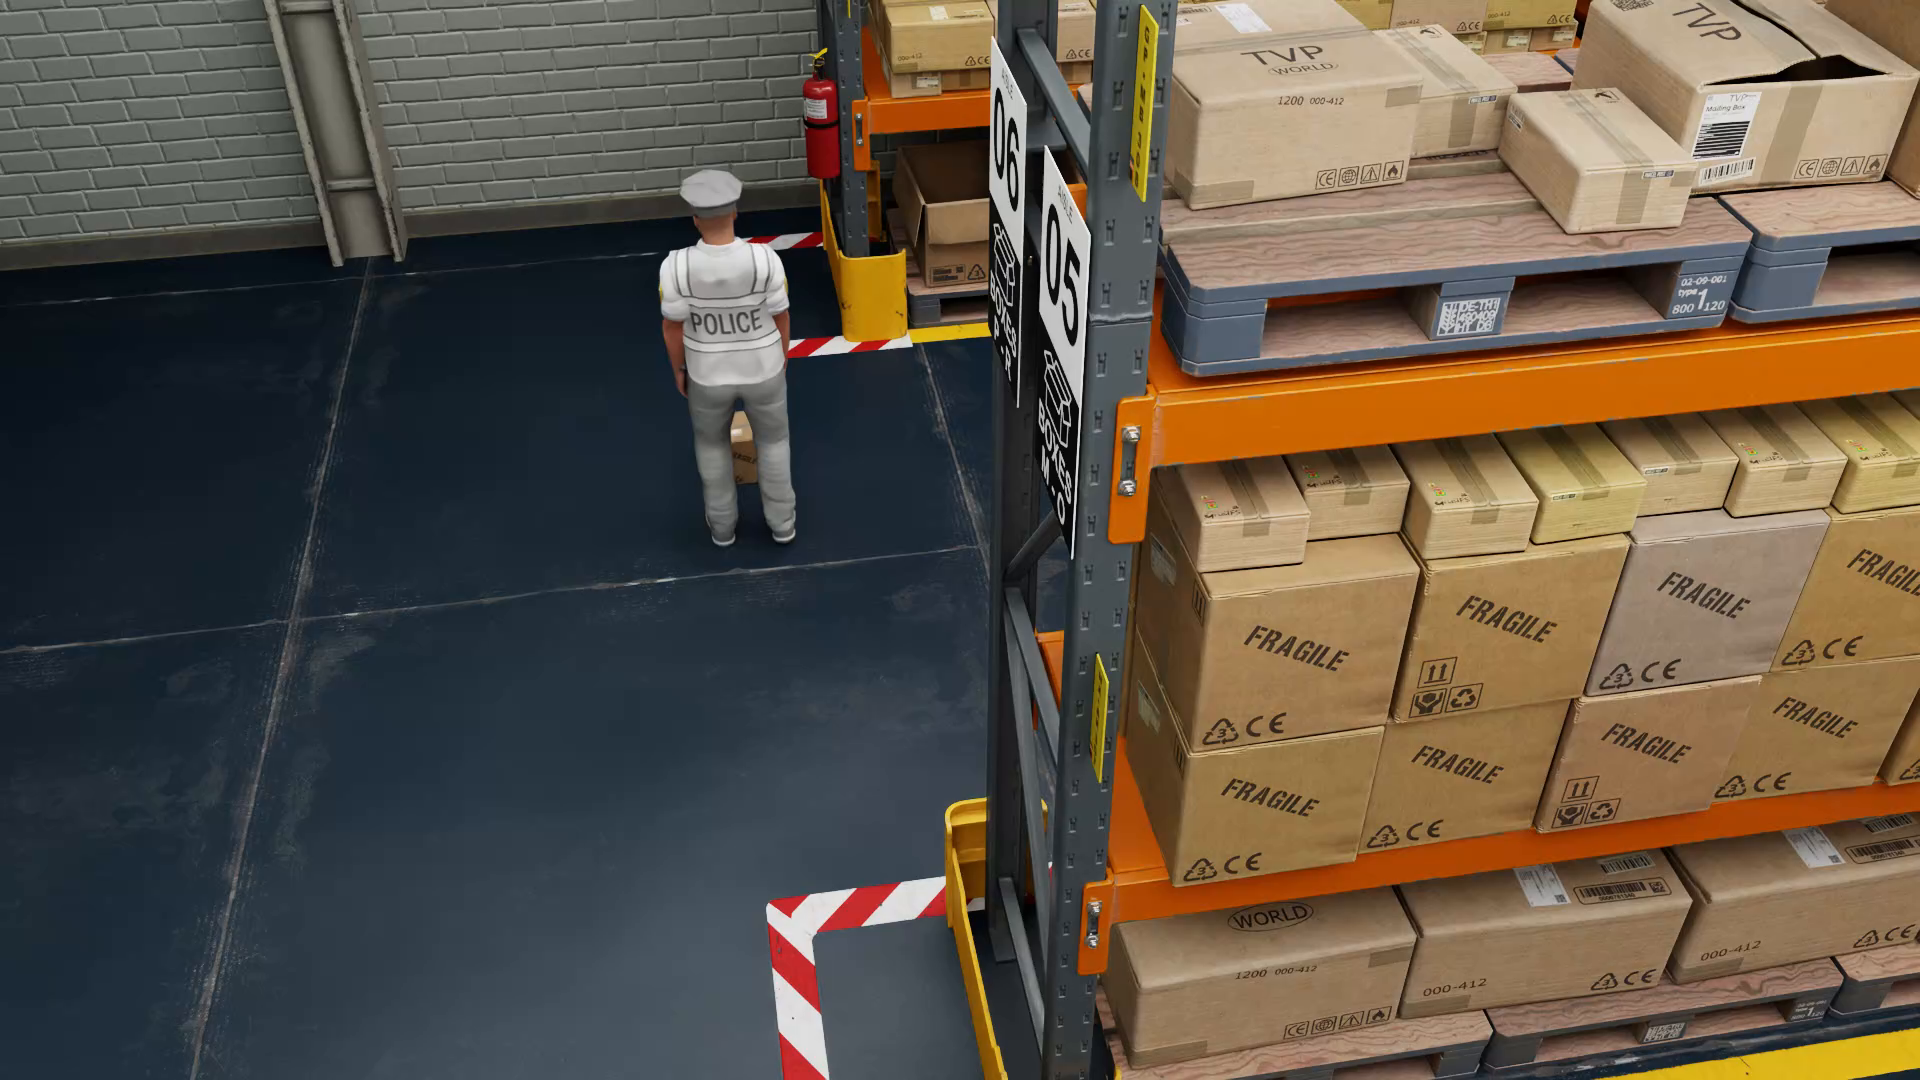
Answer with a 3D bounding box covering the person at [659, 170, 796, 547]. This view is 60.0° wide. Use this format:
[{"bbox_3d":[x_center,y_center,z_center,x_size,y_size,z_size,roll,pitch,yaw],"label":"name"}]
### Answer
[{"bbox_3d":[-0.977,-0.738,7.090,0.529,1.743,0.388,-5,39,-7],"label":"person"}]
